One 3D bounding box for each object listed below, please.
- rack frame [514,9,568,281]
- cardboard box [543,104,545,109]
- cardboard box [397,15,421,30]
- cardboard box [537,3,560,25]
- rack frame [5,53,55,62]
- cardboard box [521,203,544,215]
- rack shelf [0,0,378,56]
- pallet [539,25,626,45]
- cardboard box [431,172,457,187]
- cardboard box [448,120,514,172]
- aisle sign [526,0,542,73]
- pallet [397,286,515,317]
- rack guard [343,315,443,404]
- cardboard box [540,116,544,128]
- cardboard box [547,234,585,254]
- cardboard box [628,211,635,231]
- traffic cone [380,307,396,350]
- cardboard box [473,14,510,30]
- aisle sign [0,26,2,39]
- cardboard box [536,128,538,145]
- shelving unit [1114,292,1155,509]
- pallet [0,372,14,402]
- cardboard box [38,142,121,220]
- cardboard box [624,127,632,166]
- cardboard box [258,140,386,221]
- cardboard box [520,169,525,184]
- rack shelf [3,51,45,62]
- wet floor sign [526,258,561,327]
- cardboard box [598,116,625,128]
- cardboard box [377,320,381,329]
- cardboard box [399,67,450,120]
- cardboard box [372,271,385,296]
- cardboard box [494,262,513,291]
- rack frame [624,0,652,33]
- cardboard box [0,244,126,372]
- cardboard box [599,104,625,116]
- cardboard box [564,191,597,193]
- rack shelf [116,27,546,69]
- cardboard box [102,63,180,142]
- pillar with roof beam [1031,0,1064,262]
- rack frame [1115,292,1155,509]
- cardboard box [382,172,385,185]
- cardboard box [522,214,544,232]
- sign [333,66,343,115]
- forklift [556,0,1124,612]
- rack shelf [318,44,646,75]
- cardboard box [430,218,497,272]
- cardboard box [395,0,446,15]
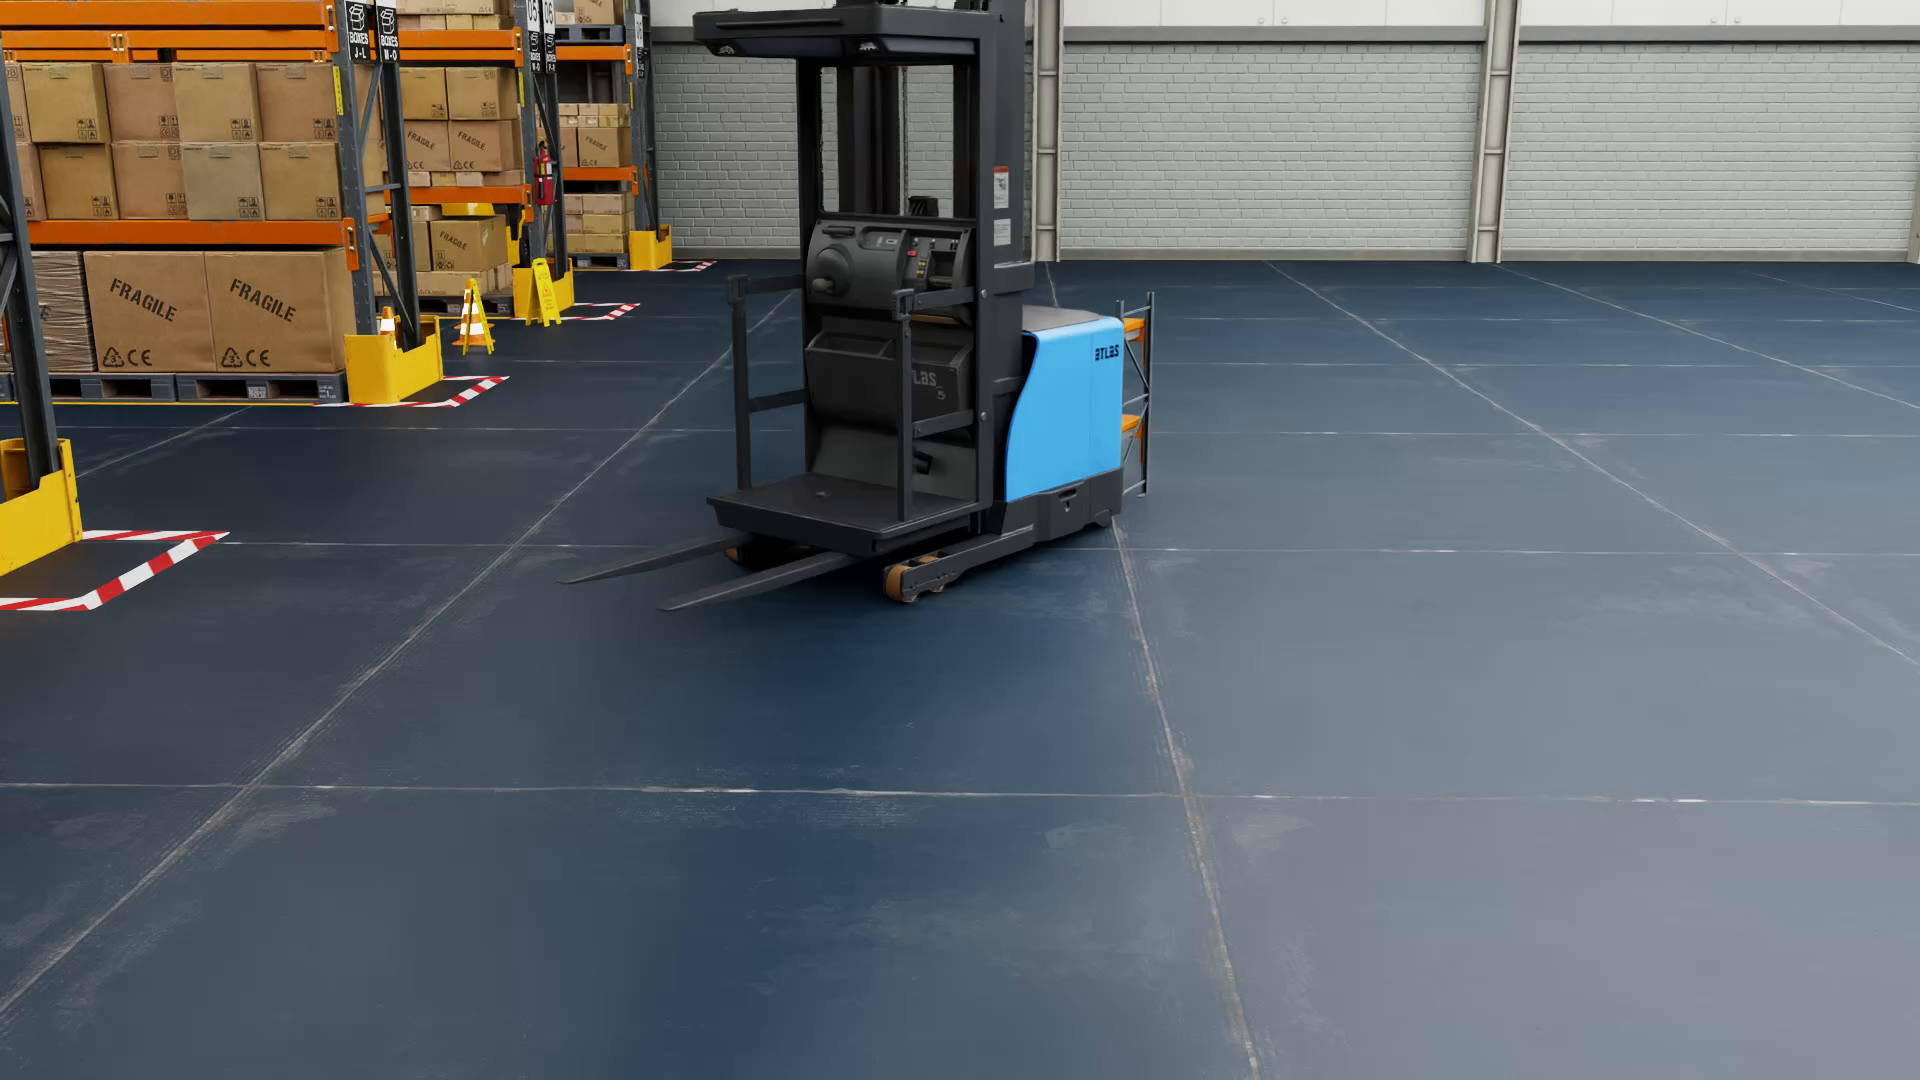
[{"bbox_3d":[-4.269,-3.850,17.051,0.127,3.000,1.000,0,15,1],"label":"rack frame"},{"bbox_3d":[-5.266,-5.579,21.555,0.250,0.149,0.380,0,15,2],"label":"cardboard box"},{"bbox_3d":[-5.399,-5.132,16.523,0.250,0.149,0.380,0,15,2],"label":"cardboard box"},{"bbox_3d":[-5.236,-6.682,21.150,0.258,0.266,0.396,0,15,2],"label":"cardboard box"},{"bbox_3d":[-12.144,-5.168,22.046,0.127,3.000,1.000,0,15,1],"label":"rack frame"},{"bbox_3d":[-5.630,-4.398,21.738,0.500,0.250,0.500,1,15,2],"label":"cardboard box"},{"bbox_3d":[-6.294,-3.702,12.022,4.000,0.370,1.077,0,15,1],"label":"rack shelf"},{"bbox_3d":[-4.853,-6.534,21.520,1.213,0.211,1.003,0,15,1],"label":"pallet"},{"bbox_3d":[-5.161,-3.656,16.811,0.250,0.149,0.380,0,15,0],"label":"cardboard box"},{"bbox_3d":[-4.819,-3.975,16.747,0.500,0.500,0.500,0,15,0],"label":"cardboard box"},{"bbox_3d":[-4.215,-5.032,16.437,0.004,0.787,0.394,0,15,1],"label":"aisle sign"},{"bbox_3d":[-5.157,-2.516,17.463,1.213,0.211,1.003,0,15,1],"label":"pallet"},{"bbox_3d":[-4.271,-1.378,12.582,0.348,0.500,1.175,0,15,1],"label":"rack guard"},{"bbox_3d":[-5.262,-5.424,21.551,0.250,0.149,0.380,0,15,1],"label":"cardboard box"},{"bbox_3d":[-5.121,-3.917,21.874,0.500,0.250,0.500,0,15,1],"label":"cardboard box"},{"bbox_3d":[-4.611,-4.287,22.295,0.500,0.250,0.500,1,15,2],"label":"cardboard box"},{"bbox_3d":[-4.789,-1.725,13.973,0.334,0.463,0.336,0,15,1],"label":"traffic cone"},{"bbox_3d":[-4.633,-5.109,16.439,0.250,0.149,0.380,0,15,2],"label":"cardboard box"},{"bbox_3d":[-4.453,-2.655,7.429,0.004,0.787,0.394,0,15,1],"label":"aisle sign"},{"bbox_3d":[-5.676,-5.109,21.629,0.500,0.500,0.500,0,15,0],"label":"cardboard box"},{"bbox_3d":[0.479,-0.807,9.195,1.048,1.125,0.538,7,16,26],"label":"shelving unit"},{"bbox_3d":[-7.535,-1.239,12.624,1.213,0.211,1.003,0,15,1],"label":"pallet"},{"bbox_3d":[-6.305,-2.677,12.311,0.500,0.550,0.875,0,15,1],"label":"cardboard box"},{"bbox_3d":[-4.635,-5.238,22.117,0.500,0.500,0.500,1,15,3],"label":"cardboard box"},{"bbox_3d":[-4.667,-2.650,12.210,0.550,0.550,0.875,0,15,1],"label":"cardboard box"},{"bbox_3d":[-4.604,-3.783,17.291,0.250,0.149,0.380,0,15,2],"label":"cardboard box"},{"bbox_3d":[-14.143,-6.283,21.805,4.000,0.370,1.077,0,15,1],"label":"rack shelf"},{"bbox_3d":[-4.107,-2.437,16.312,0.232,0.644,0.267,6,16,21],"label":"wet floor sign"},{"bbox_3d":[-4.500,-5.408,21.491,0.250,0.149,0.380,1,15,2],"label":"cardboard box"},{"bbox_3d":[-5.631,-1.964,15.494,0.250,0.149,0.380,9,17,30],"label":"cardboard box"},{"bbox_3d":[-5.291,-4.478,16.694,0.500,0.500,0.700,1,15,2],"label":"cardboard box"},{"bbox_3d":[-6.125,-2.667,17.136,0.500,0.250,0.500,0,15,-1],"label":"cardboard box"},{"bbox_3d":[-5.069,-2.799,17.635,0.500,0.250,0.500,0,15,1],"label":"cardboard box"},{"bbox_3d":[-4.146,-8.016,21.084,0.127,3.000,1.000,0,15,1],"label":"rack frame"},{"bbox_3d":[-6.765,-1.761,12.478,0.875,0.875,0.875,0,15,2],"label":"cardboard box"},{"bbox_3d":[-4.510,-5.570,21.521,0.250,0.149,0.380,0,15,2],"label":"cardboard box"},{"bbox_3d":[-5.122,-4.526,22.222,0.500,0.250,0.500,0,15,2],"label":"cardboard box"},{"bbox_3d":[-6.269,-4.965,16.809,4.000,0.370,1.077,0,15,1],"label":"rack shelf"},{"bbox_3d":[-5.773,-3.212,12.223,0.550,0.550,0.875,0,15,1],"label":"cardboard box"},{"bbox_3d":[1.069,-7.114,17.663,0.400,9.000,9.100,0,15,1],"label":"pillar with roof beam"},{"bbox_3d":[0.932,-0.748,8.972,0.032,1.125,0.500,7,16,26],"label":"rack frame"},{"bbox_3d":[-5.929,-3.666,16.849,0.250,0.149,0.380,0,15,1],"label":"cardboard box"},{"bbox_3d":[-5.659,-4.158,21.807,0.500,0.250,0.500,0,15,0],"label":"cardboard box"},{"bbox_3d":[-4.323,-3.123,11.562,0.005,0.325,0.100,0,15,1],"label":"sign"},{"bbox_3d":[-0.464,-1.284,7.462,1.130,2.935,3.031,11,19,37],"label":"forklift"},{"bbox_3d":[-6.146,-6.231,21.607,4.000,0.370,1.077,0,15,1],"label":"rack shelf"},{"bbox_3d":[-5.077,-3.024,17.020,0.500,0.500,0.500,0,15,2],"label":"cardboard box"},{"bbox_3d":[-5.290,-5.313,16.428,0.500,0.250,0.500,0,15,1],"label":"cardboard box"}]
